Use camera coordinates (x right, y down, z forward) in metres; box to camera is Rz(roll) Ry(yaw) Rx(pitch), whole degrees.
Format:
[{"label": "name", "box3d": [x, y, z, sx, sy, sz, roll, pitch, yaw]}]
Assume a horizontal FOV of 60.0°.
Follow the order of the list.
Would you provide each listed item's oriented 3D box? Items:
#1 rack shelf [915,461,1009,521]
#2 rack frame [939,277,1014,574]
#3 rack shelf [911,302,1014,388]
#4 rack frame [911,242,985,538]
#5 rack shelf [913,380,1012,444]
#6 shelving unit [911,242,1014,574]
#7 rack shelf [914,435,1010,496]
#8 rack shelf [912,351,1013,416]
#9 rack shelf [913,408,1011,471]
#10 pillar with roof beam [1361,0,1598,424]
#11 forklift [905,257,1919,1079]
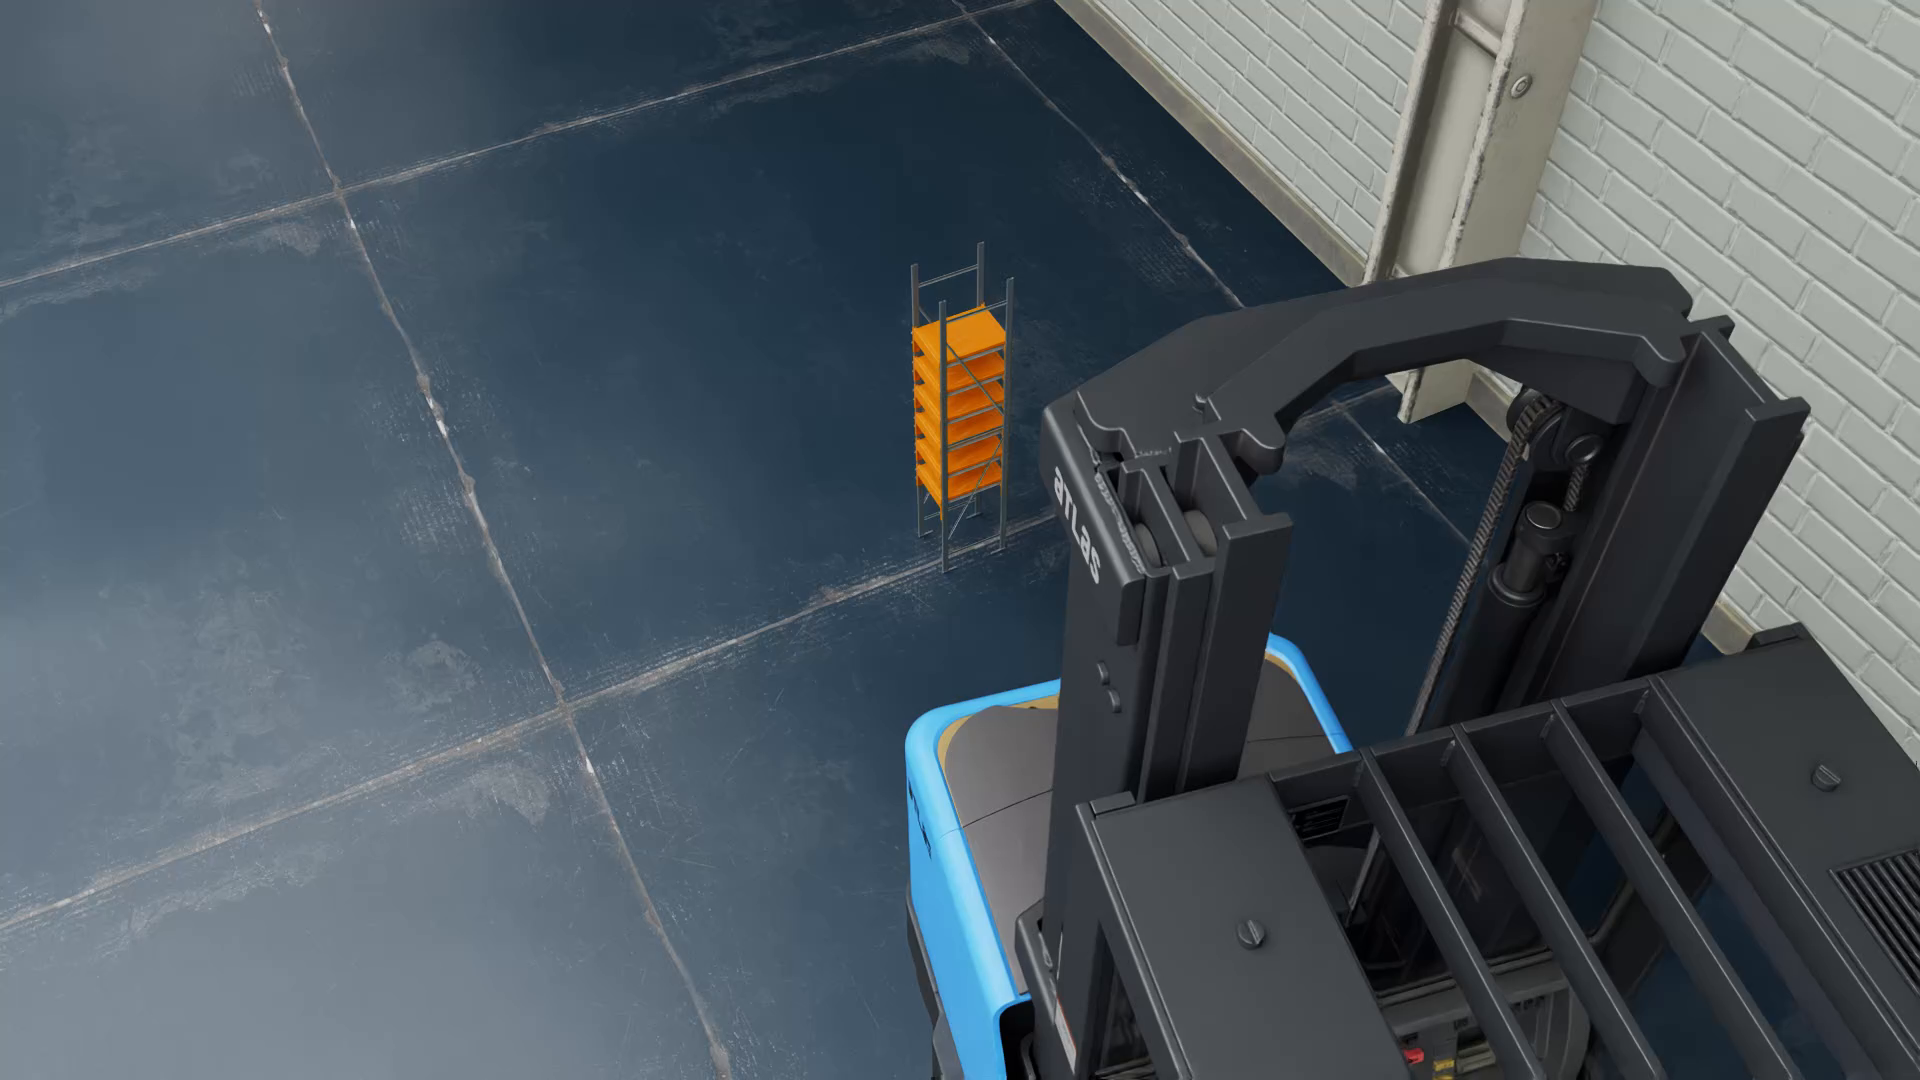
[{"label": "rack shelf", "box3d": [0.007, -0.198, 5.504, 0.258, 0.103, 0.180, -21, 52, -18]}, {"label": "rack frame", "box3d": [0.049, -0.324, 5.236, 0.240, 1.200, 0.006, -21, 52, -18]}, {"label": "rack shelf", "box3d": [0.007, -0.593, 5.052, 0.258, 0.103, 0.180, -21, 52, -18]}, {"label": "rack frame", "box3d": [-0.035, -0.447, 5.343, 0.240, 1.200, 0.006, -21, 52, -18]}, {"label": "rack shelf", "box3d": [0.007, -0.435, 5.233, 0.258, 0.103, 0.180, -21, 52, -18]}, {"label": "shelving unit", "box3d": [0.007, -0.385, 5.290, 0.258, 1.200, 0.189, -21, 52, -18]}, {"label": "rack shelf", "box3d": [0.007, -0.277, 5.414, 0.258, 0.103, 0.180, -21, 52, -18]}, {"label": "rack shelf", "box3d": [0.007, -0.514, 5.143, 0.258, 0.103, 0.180, -21, 52, -18]}, {"label": "rack shelf", "box3d": [0.007, -0.356, 5.323, 0.258, 0.103, 0.180, -21, 52, -18]}, {"label": "pillar with roof beam", "box3d": [-2.141, -2.089, 1.599, 9.100, 9.000, 0.400, -21, 52, -18]}, {"label": "forklift", "box3d": [0.753, 1.125, 2.819, 1.130, 2.935, 3.031, -12, 50, -11]}]
